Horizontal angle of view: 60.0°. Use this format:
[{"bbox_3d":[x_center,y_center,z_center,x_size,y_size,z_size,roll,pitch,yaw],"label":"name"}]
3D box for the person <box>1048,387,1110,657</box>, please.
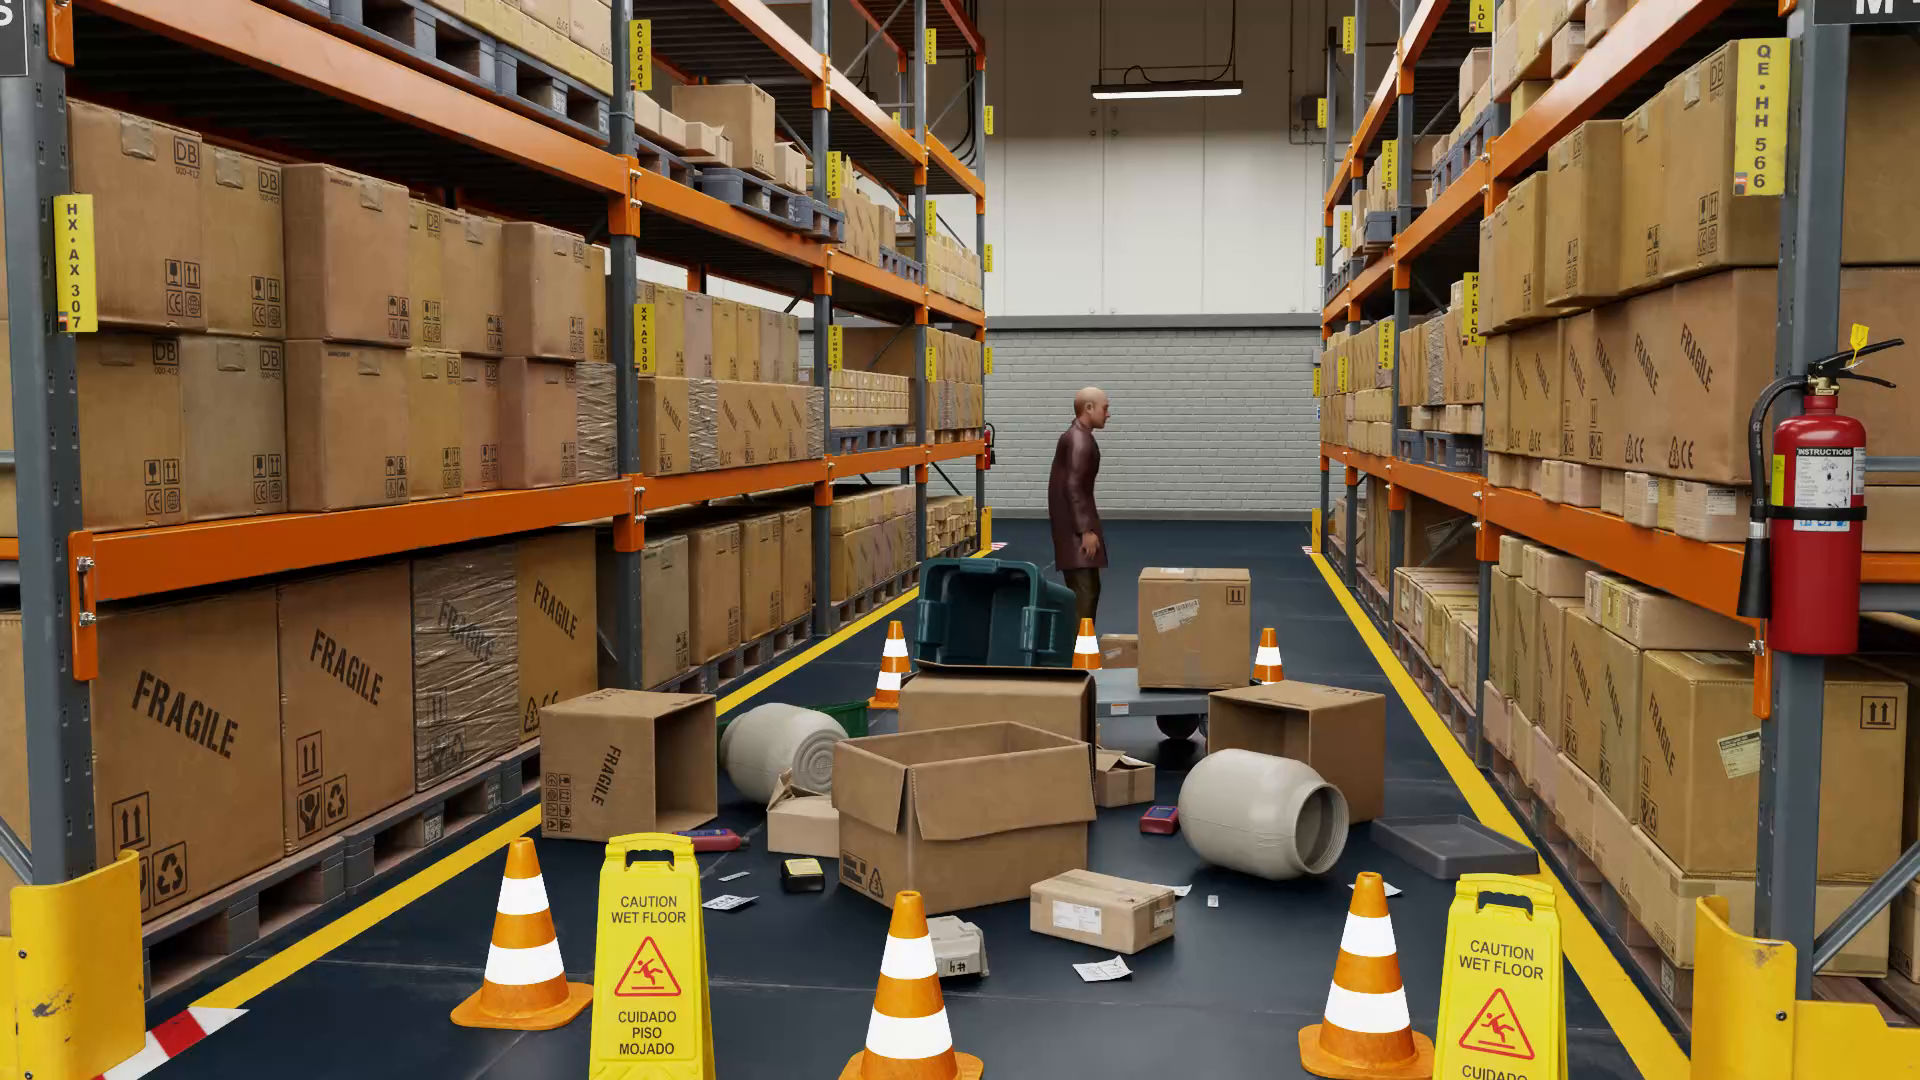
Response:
[{"bbox_3d":[0.747,-0.046,10.179,0.417,1.774,0.656,0,4,6],"label":"person"}]
